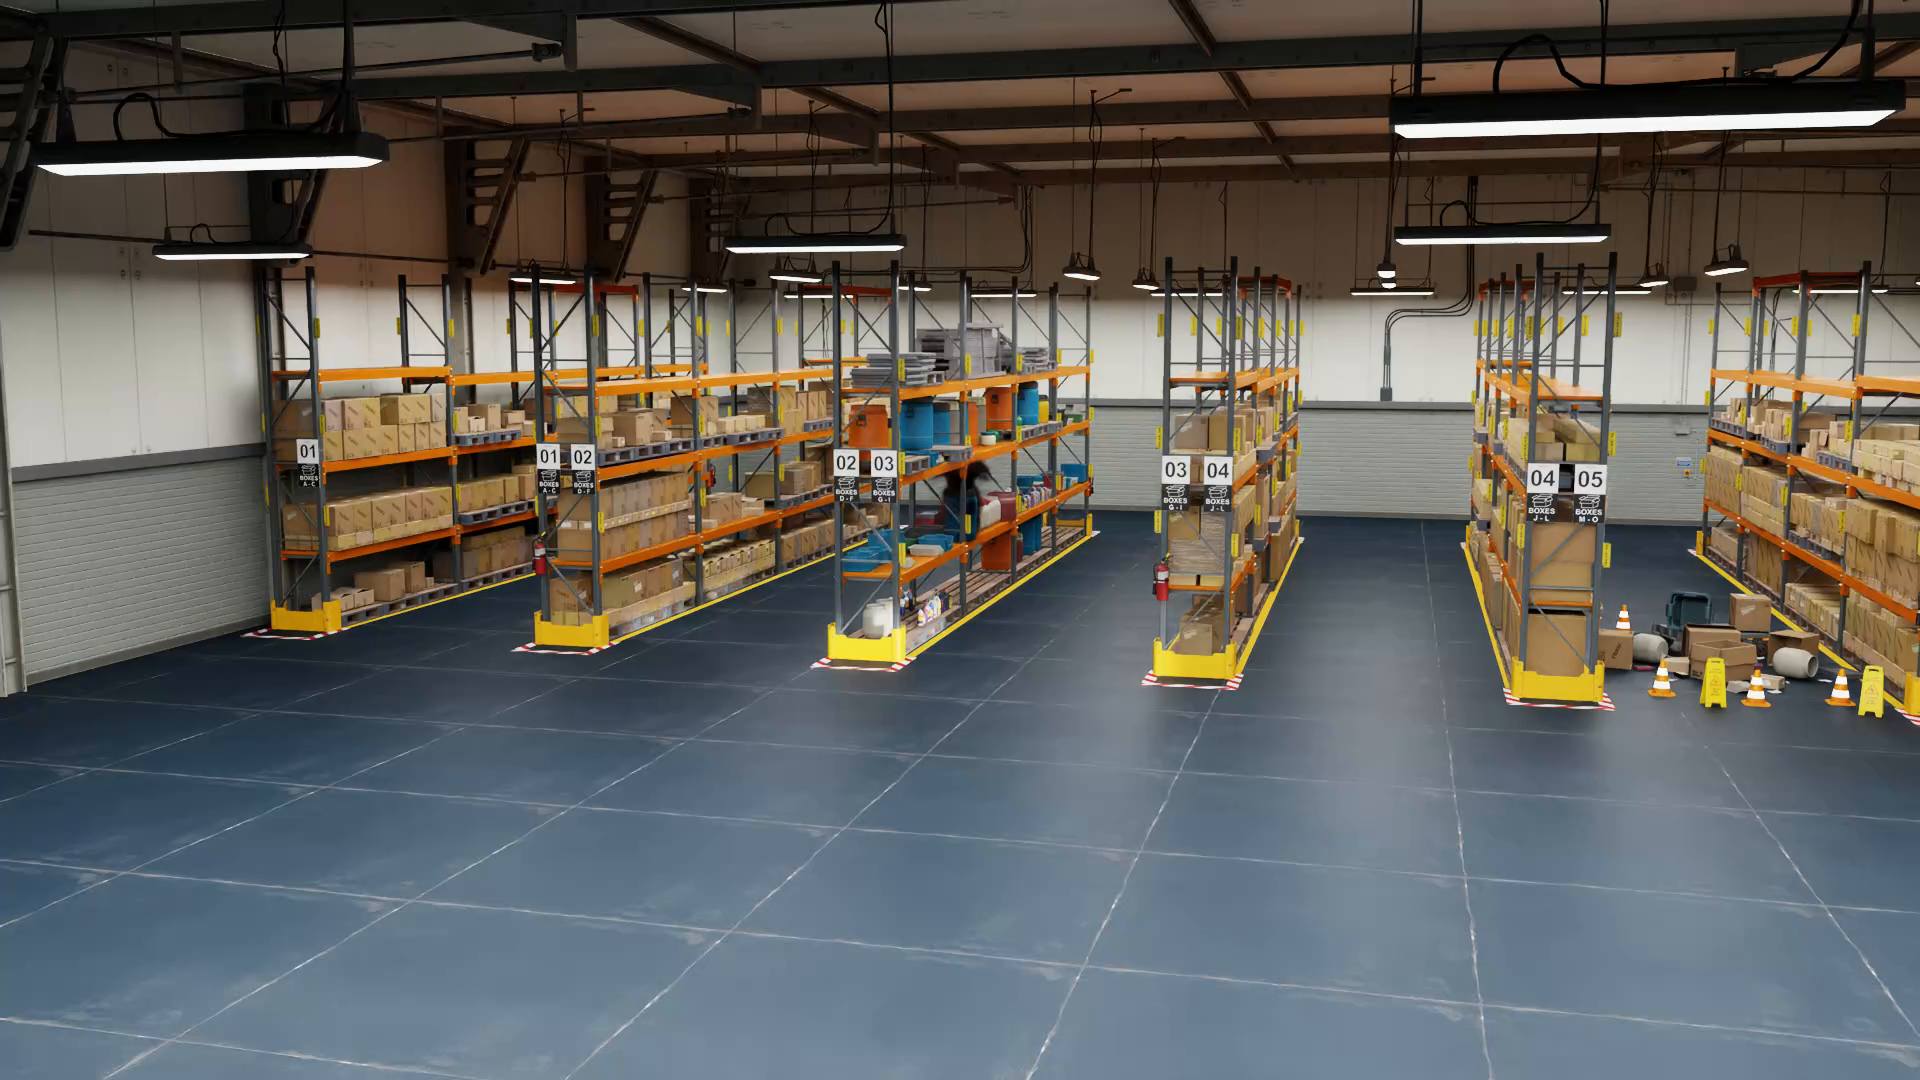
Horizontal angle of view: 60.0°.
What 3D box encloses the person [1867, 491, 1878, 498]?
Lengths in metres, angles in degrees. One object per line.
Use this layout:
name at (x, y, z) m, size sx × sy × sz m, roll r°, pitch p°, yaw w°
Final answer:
person at (18.939, -0.211, 34.663) m, size 0.364 × 1.675 × 0.508 m, roll 3°, pitch 8°, yaw 21°
